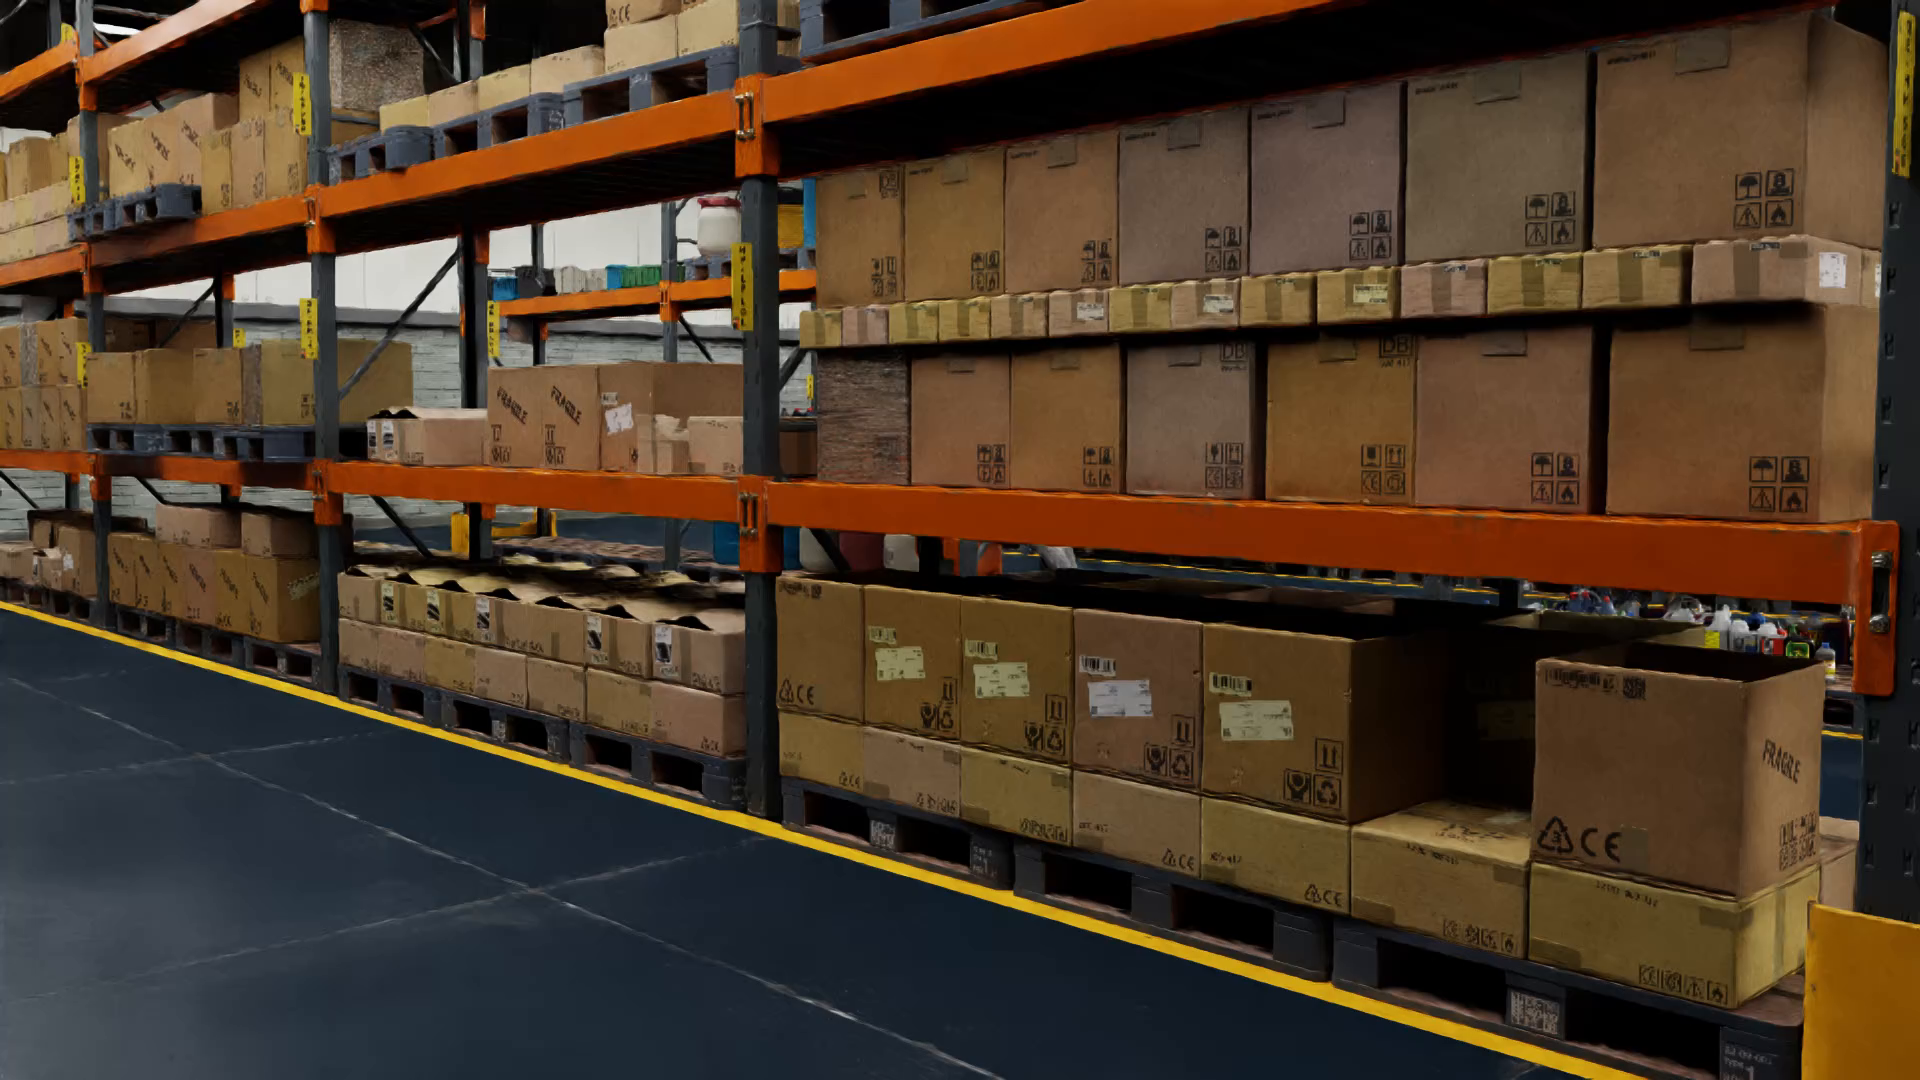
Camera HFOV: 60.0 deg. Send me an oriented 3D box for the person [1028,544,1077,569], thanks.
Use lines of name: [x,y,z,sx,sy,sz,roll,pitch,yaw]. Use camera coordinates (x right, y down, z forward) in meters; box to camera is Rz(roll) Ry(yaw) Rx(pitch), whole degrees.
person: [0.638,-0.038,11.035,0.441,1.566,0.584,3,5,36]
